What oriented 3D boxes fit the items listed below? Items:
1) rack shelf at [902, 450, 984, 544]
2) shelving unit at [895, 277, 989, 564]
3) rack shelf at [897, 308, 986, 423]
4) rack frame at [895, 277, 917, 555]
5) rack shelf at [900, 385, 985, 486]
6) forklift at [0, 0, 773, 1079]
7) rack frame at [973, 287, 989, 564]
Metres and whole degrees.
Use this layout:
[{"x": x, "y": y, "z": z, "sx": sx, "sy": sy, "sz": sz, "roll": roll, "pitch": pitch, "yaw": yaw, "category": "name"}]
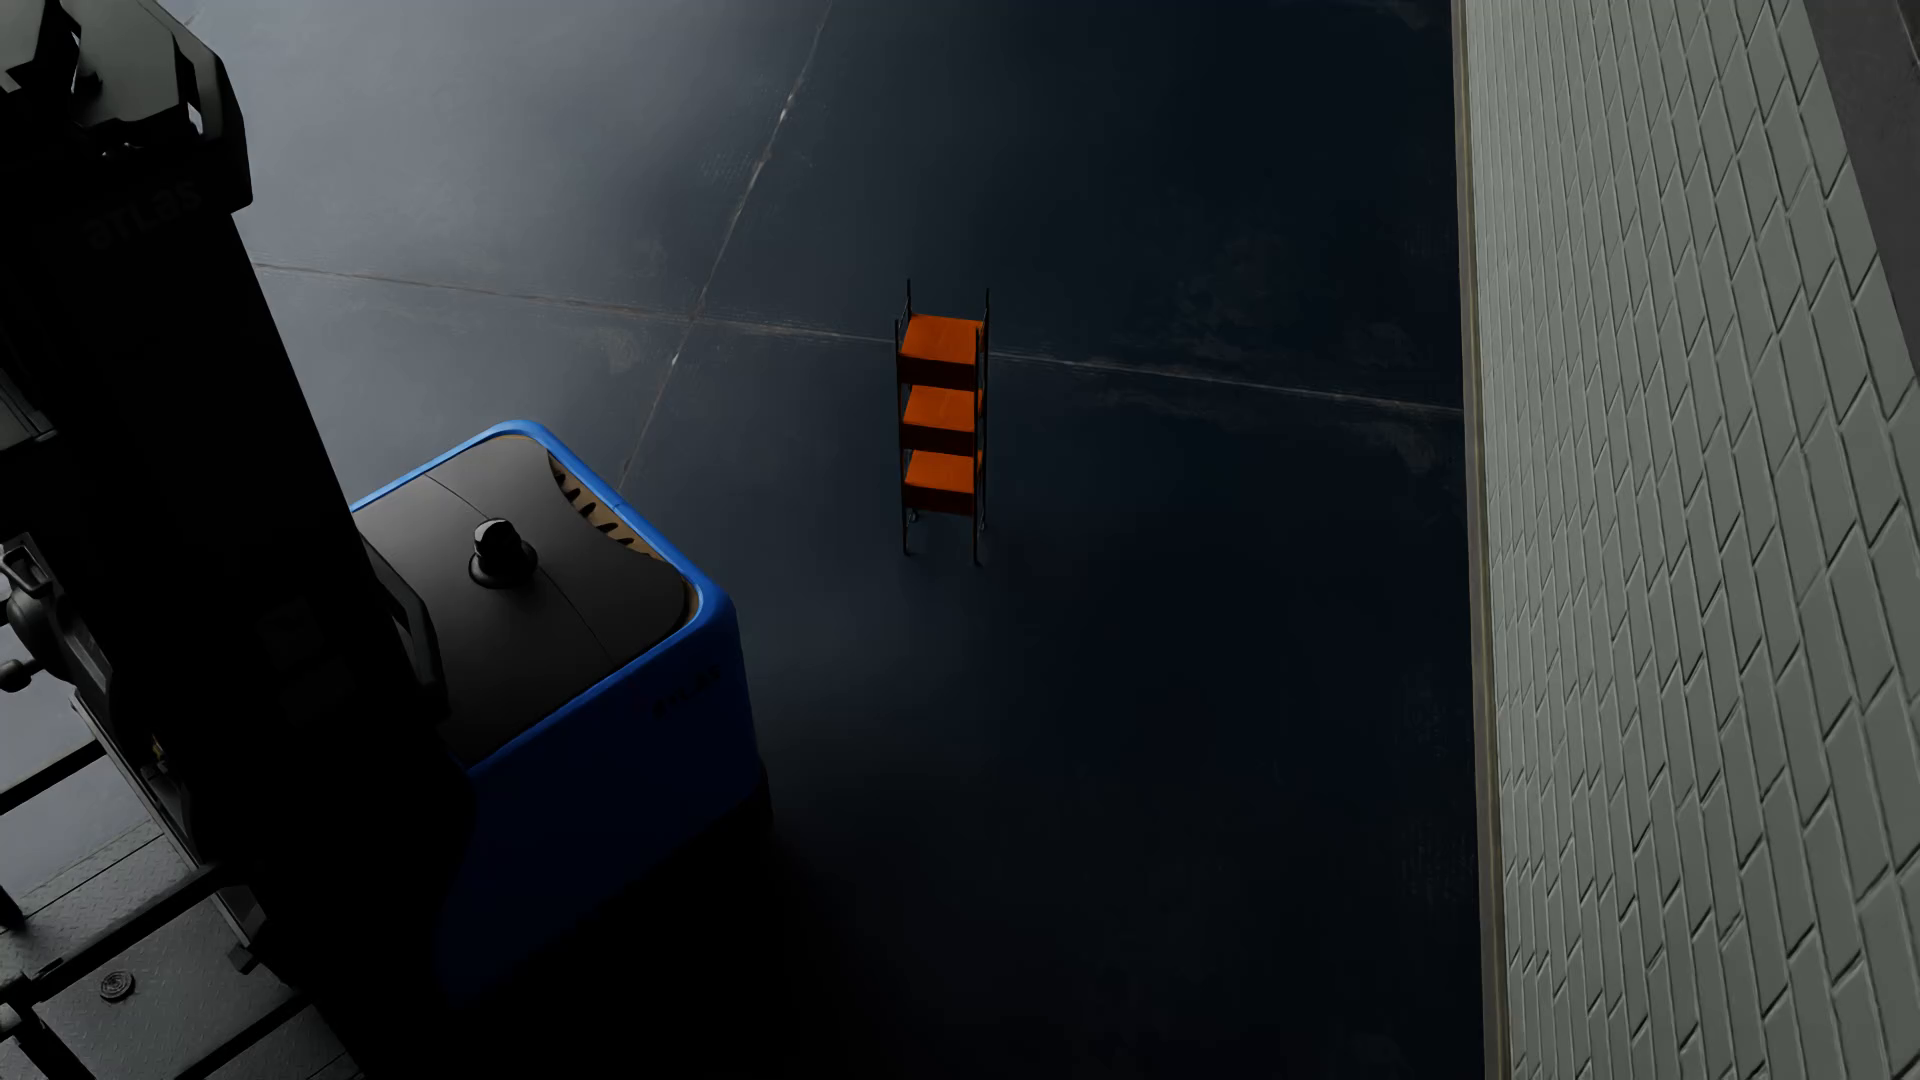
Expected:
[{"x": -0.053, "y": -0.165, "z": 5.580, "sx": 0.240, "sy": 0.259, "sz": 0.215, "roll": 8, "pitch": 49, "yaw": 7, "category": "rack shelf"}, {"x": -0.053, "y": -0.358, "z": 5.366, "sx": 0.252, "sy": 1.050, "sz": 0.215, "roll": 8, "pitch": 49, "yaw": 7, "category": "shelving unit"}, {"x": -0.053, "y": -0.541, "z": 5.163, "sx": 0.240, "sy": 0.259, "sz": 0.215, "roll": 8, "pitch": 49, "yaw": 7, "category": "rack shelf"}, {"x": -0.173, "y": -0.374, "z": 5.380, "sx": 0.008, "sy": 1.050, "sz": 0.200, "roll": 8, "pitch": 49, "yaw": 7, "category": "rack frame"}, {"x": -0.053, "y": -0.351, "z": 5.374, "sx": 0.240, "sy": 0.259, "sz": 0.215, "roll": 8, "pitch": 49, "yaw": 7, "category": "rack shelf"}, {"x": -1.973, "y": 0.385, "z": 3.434, "sx": 3.031, "sy": 2.935, "sz": 1.130, "roll": -35, "pitch": 57, "yaw": -27, "category": "forklift"}, {"x": 0.067, "y": -0.342, "z": 5.351, "sx": 0.008, "sy": 1.050, "sz": 0.200, "roll": 8, "pitch": 49, "yaw": 7, "category": "rack frame"}]
